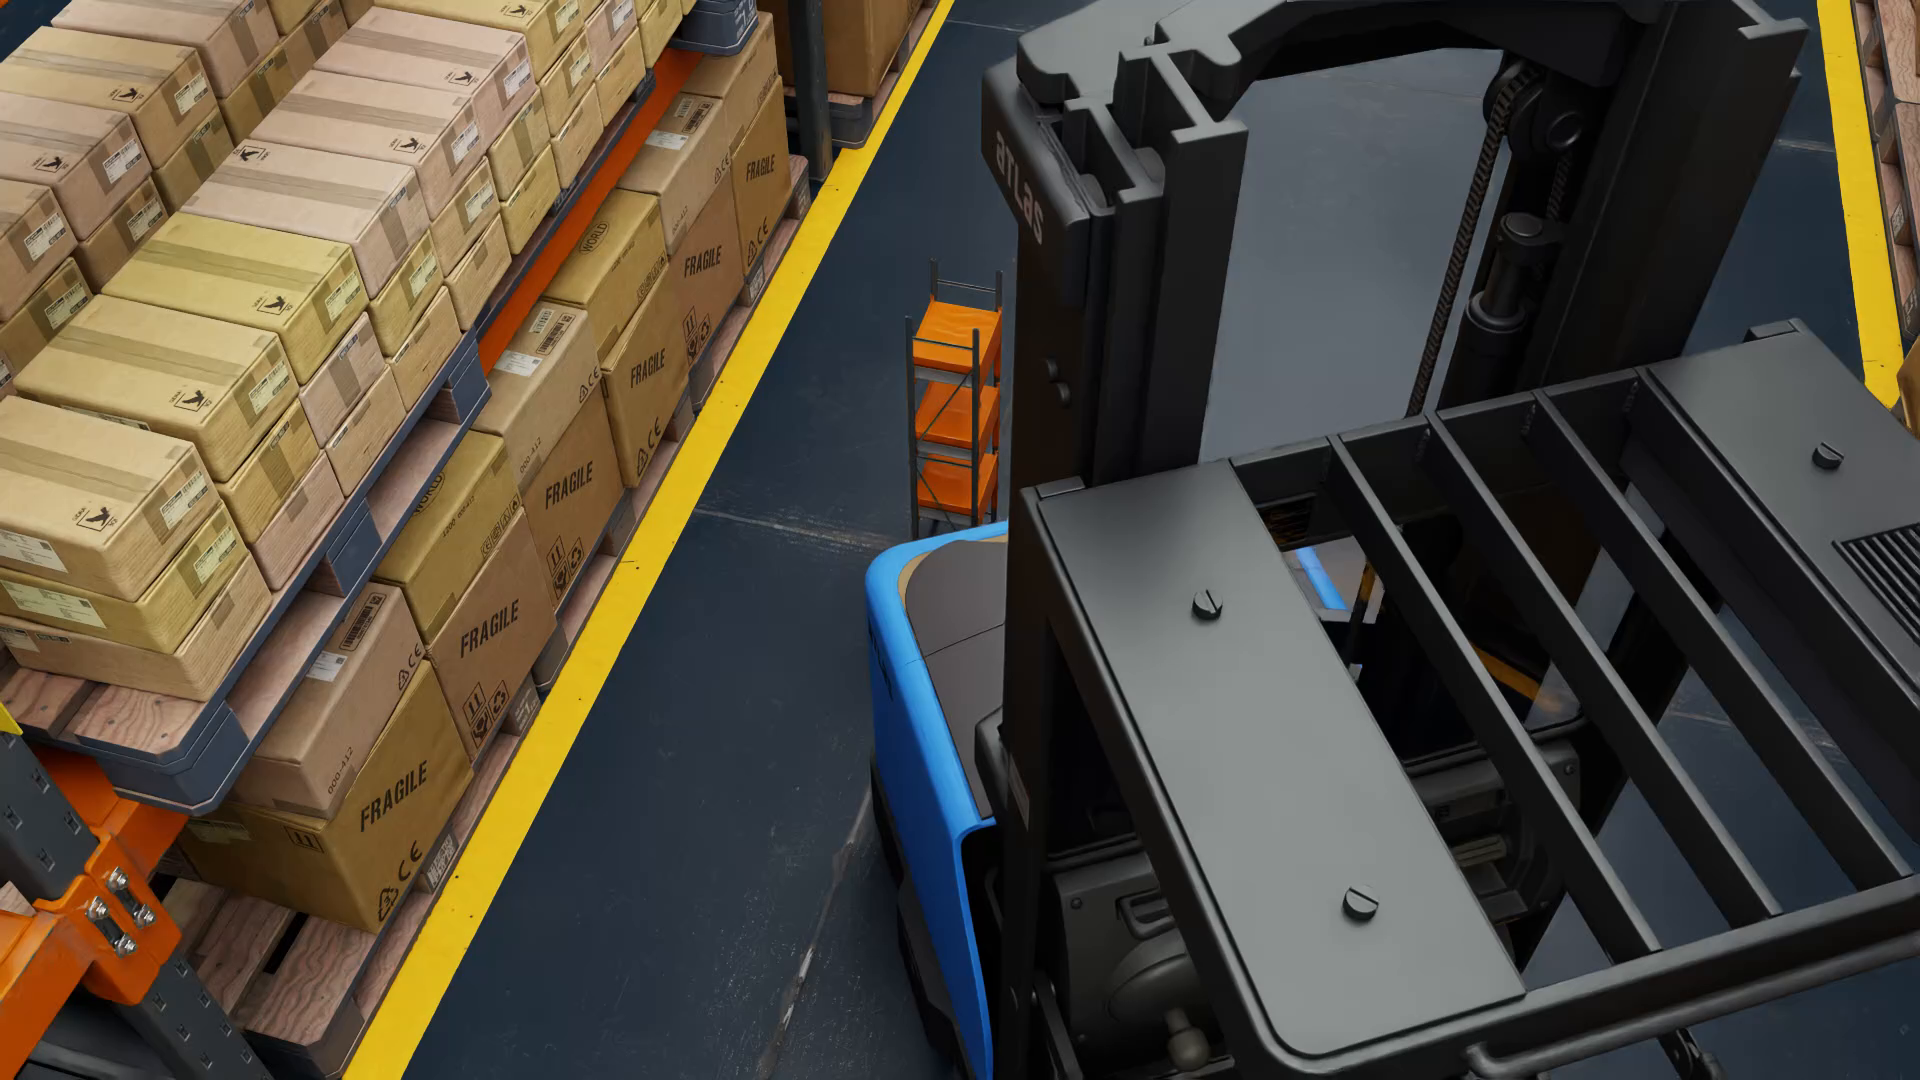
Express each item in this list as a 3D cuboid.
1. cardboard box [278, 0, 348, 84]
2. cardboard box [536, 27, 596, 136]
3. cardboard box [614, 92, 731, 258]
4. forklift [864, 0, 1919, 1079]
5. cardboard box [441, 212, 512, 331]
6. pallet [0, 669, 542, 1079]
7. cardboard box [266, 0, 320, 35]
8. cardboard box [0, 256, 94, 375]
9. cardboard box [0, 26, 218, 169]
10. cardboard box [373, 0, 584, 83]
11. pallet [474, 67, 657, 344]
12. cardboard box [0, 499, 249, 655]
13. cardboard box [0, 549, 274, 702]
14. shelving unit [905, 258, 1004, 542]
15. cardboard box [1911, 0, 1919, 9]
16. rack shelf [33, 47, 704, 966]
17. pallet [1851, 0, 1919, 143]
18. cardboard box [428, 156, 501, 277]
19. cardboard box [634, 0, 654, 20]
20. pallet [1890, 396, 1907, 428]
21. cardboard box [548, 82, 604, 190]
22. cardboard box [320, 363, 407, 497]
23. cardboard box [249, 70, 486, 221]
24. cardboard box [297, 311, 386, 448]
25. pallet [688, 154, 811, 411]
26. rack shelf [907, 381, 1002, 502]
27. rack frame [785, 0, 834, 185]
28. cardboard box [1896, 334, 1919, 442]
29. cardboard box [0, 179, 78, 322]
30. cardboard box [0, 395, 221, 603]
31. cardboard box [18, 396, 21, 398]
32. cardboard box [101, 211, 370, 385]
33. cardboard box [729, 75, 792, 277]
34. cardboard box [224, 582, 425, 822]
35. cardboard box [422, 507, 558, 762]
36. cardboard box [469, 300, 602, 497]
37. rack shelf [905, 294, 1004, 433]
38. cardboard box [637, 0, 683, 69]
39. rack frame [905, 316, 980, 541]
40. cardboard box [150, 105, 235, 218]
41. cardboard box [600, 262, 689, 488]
[{"bbox_3d":[-1.722,-1.236,4.029,0.380,0.149,0.250,13,50,11],"label":"cardboard box"},{"bbox_3d":[-1.092,-1.106,3.915,0.380,0.149,0.250,11,49,9],"label":"cardboard box"},{"bbox_3d":[-1.046,-1.166,5.165,0.500,0.250,0.500,12,50,11],"label":"cardboard box"},{"bbox_3d":[0.677,0.722,2.658,1.130,2.935,3.031,-13,50,-11],"label":"forklift"},{"bbox_3d":[-1.231,-0.623,3.687,0.380,0.149,0.250,10,49,8],"label":"cardboard box"},{"bbox_3d":[-1.846,0.733,4.462,1.003,0.211,1.213,12,50,10],"label":"pallet"},{"bbox_3d":[-1.718,-1.345,3.927,0.380,0.149,0.250,11,49,10],"label":"cardboard box"},{"bbox_3d":[-1.998,-0.477,3.359,0.380,0.149,0.250,14,50,12],"label":"cardboard box"},{"bbox_3d":[-1.855,-0.956,3.584,0.380,0.149,0.250,10,49,9],"label":"cardboard box"},{"bbox_3d":[-1.095,-1.204,3.803,0.380,0.149,0.250,13,50,11],"label":"cardboard box"},{"bbox_3d":[-1.478,-1.016,4.274,1.003,0.211,1.213,12,50,10],"label":"pallet"},{"bbox_3d":[-1.502,0.025,2.916,0.380,0.149,0.250,12,50,11],"label":"cardboard box"},{"bbox_3d":[-1.502,0.124,3.027,0.380,0.149,0.250,9,49,8],"label":"cardboard box"},{"bbox_3d":[-0.014,-0.309,4.822,0.215,1.050,0.252,12,50,10],"label":"shelving unit"},{"bbox_3d":[4.342,-2.493,6.824,0.700,0.500,0.500,8,49,7],"label":"cardboard box"},{"bbox_3d":[-1.523,-0.835,4.466,1.077,0.370,4.000,12,50,10],"label":"rack shelf"},{"bbox_3d":[4.292,-1.989,6.865,1.003,0.211,1.213,12,50,10],"label":"pallet"},{"bbox_3d":[-1.231,-0.733,3.585,0.380,0.149,0.250,13,50,12],"label":"cardboard box"},{"bbox_3d":[-0.956,-1.482,4.246,0.380,0.149,0.250,11,50,10],"label":"cardboard box"},{"bbox_3d":[3.482,0.011,5.100,1.003,0.211,1.213,12,50,10],"label":"pallet"},{"bbox_3d":[-1.094,-1.003,4.022,0.380,0.149,0.250,10,49,8],"label":"cardboard box"},{"bbox_3d":[-1.365,-0.258,3.364,0.380,0.149,0.250,12,50,10],"label":"cardboard box"},{"bbox_3d":[-1.229,-0.826,3.469,0.380,0.149,0.250,11,50,10],"label":"cardboard box"},{"bbox_3d":[-1.368,-0.349,3.247,0.380,0.149,0.250,13,50,11],"label":"cardboard box"},{"bbox_3d":[-1.203,-1.032,6.020,1.003,0.211,1.213,12,50,10],"label":"pallet"},{"bbox_3d":[-0.014,-0.302,4.830,0.215,0.259,0.240,12,50,10],"label":"rack shelf"},{"bbox_3d":[-0.996,-2.519,5.473,1.000,3.000,0.127,12,50,10],"label":"rack frame"},{"bbox_3d":[3.561,-0.408,4.747,1.225,0.875,0.875,9,49,8],"label":"cardboard box"},{"bbox_3d":[-1.992,-0.589,3.260,0.380,0.149,0.250,10,49,9],"label":"cardboard box"},{"bbox_3d":[-1.502,-0.073,2.804,0.380,0.149,0.250,14,50,12],"label":"cardboard box"},{"bbox_3d":[-2.068,-0.196,3.310,0.380,0.149,0.250,12,50,10],"label":"cardboard box"},{"bbox_3d":[-1.364,-0.461,3.147,0.380,0.149,0.250,12,50,10],"label":"cardboard box"},{"bbox_3d":[-0.917,-1.304,5.787,0.500,0.500,0.500,11,50,10],"label":"cardboard box"},{"bbox_3d":[-1.600,0.332,3.844,0.500,0.250,0.500,10,49,8],"label":"cardboard box"},{"bbox_3d":[-1.461,0.197,4.463,0.500,0.500,0.500,14,50,12],"label":"cardboard box"},{"bbox_3d":[-1.323,-0.422,4.509,0.500,0.250,0.500,13,50,11],"label":"cardboard box"},{"bbox_3d":[-0.014,-0.489,4.617,0.215,0.259,0.240,12,50,10],"label":"rack shelf"},{"bbox_3d":[-0.955,-1.388,4.362,0.380,0.149,0.250,10,49,8],"label":"cardboard box"},{"bbox_3d":[-0.046,-0.220,4.744,0.200,1.050,0.008,12,50,10],"label":"rack frame"},{"bbox_3d":[-1.861,-0.863,3.700,0.380,0.149,0.250,9,49,8],"label":"cardboard box"},{"bbox_3d":[-1.181,-0.543,5.116,0.500,0.500,0.500,10,49,8],"label":"cardboard box"}]
